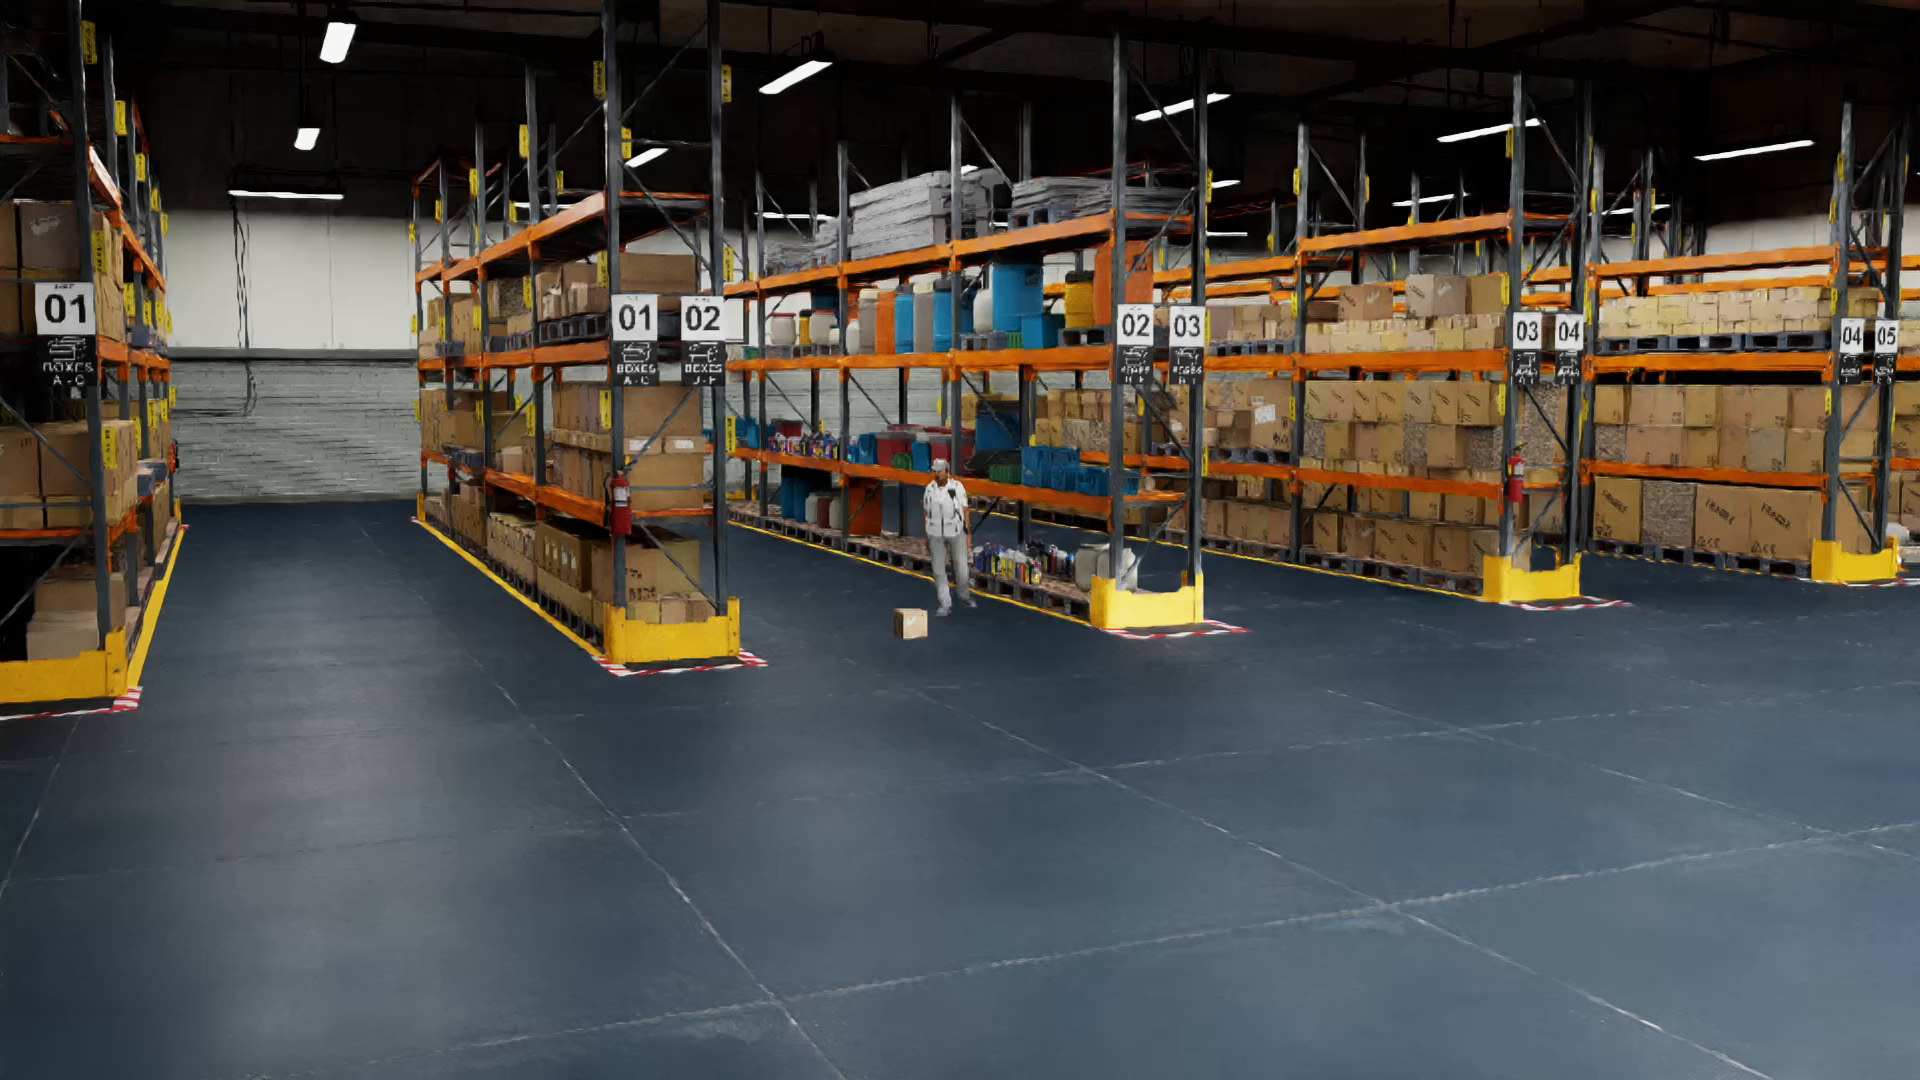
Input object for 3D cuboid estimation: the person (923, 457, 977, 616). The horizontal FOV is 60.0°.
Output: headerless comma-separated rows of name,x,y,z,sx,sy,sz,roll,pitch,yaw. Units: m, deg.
person,-0.113,-0.043,17.443,0.547,1.655,0.582,1,6,12
